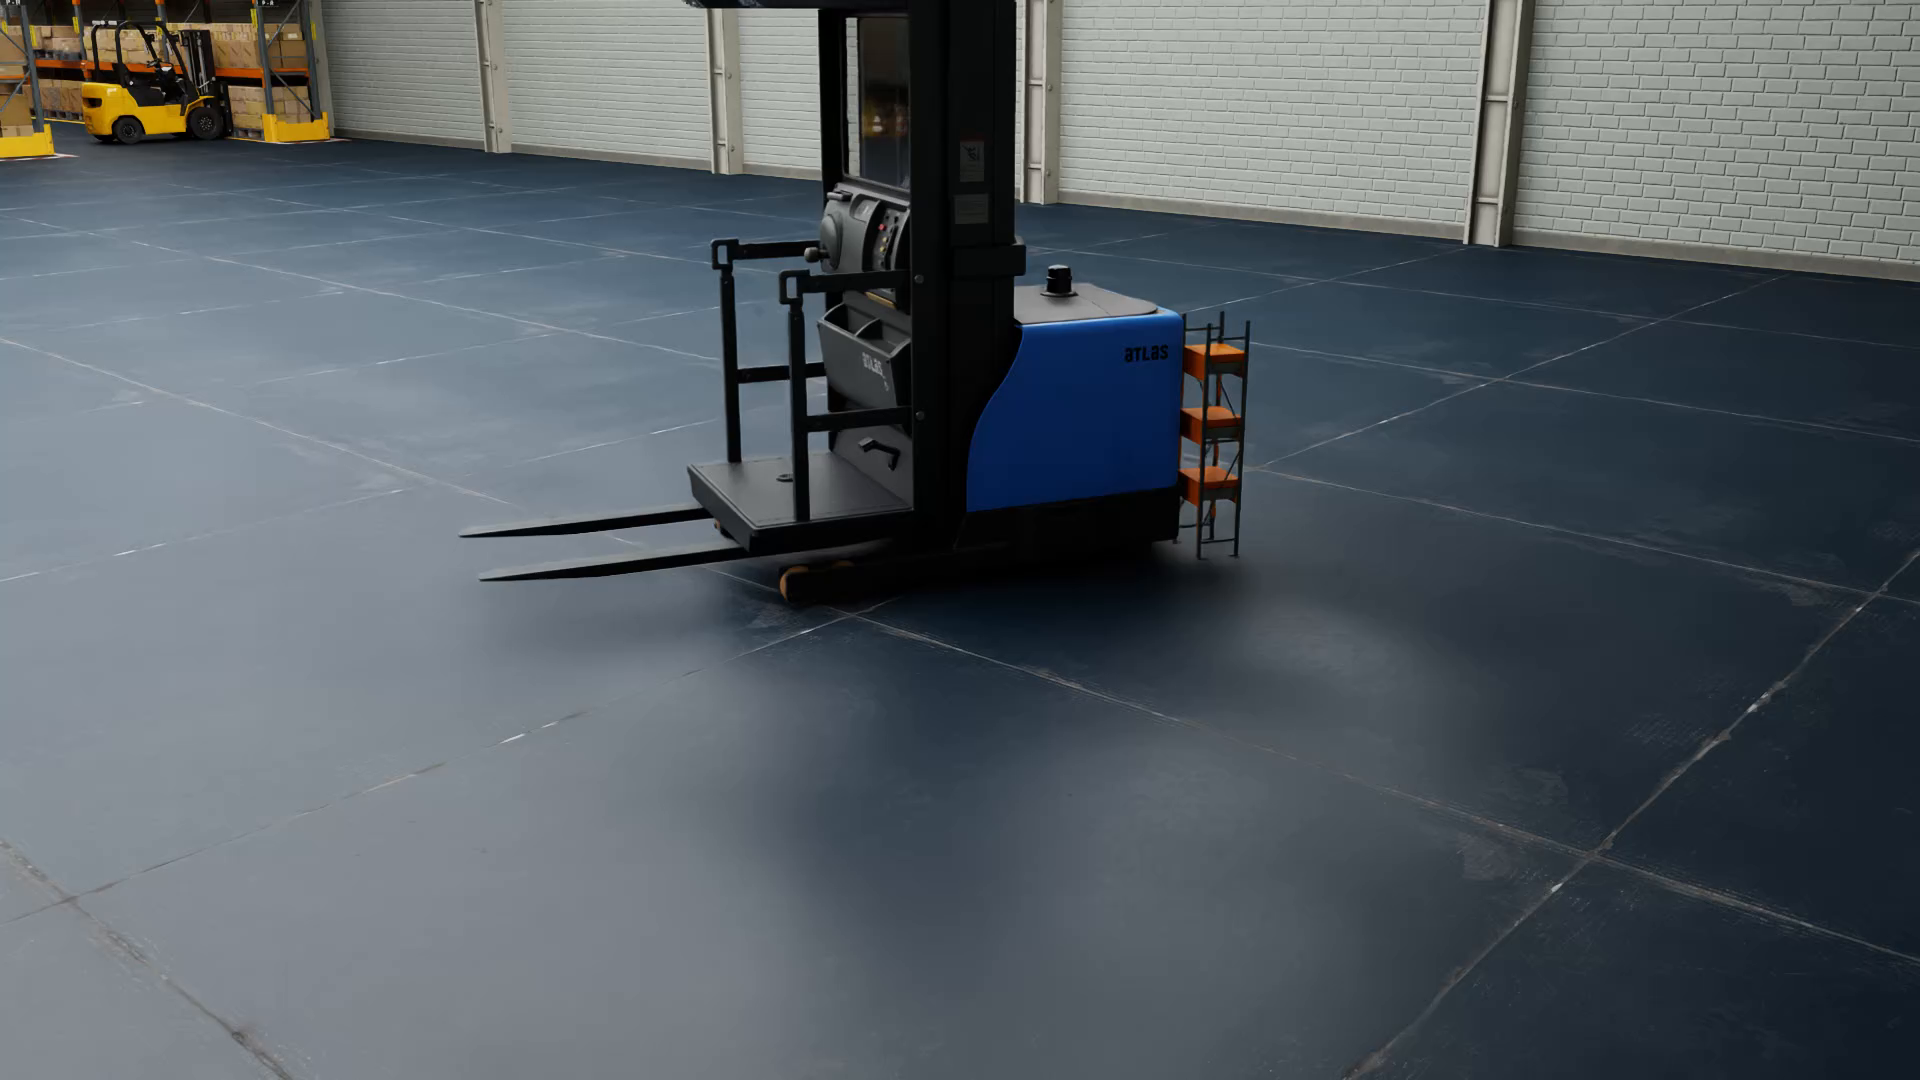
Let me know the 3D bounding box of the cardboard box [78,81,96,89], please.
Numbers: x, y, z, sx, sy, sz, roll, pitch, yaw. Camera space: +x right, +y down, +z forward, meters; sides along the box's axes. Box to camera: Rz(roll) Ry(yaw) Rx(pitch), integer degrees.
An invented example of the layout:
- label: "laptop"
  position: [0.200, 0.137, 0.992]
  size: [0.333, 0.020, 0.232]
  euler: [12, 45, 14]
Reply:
- label: "cardboard box"
  position: [-19.051, -9.960, 36.401]
  size: [0.250, 0.149, 0.380]
  euler: [14, 22, 37]

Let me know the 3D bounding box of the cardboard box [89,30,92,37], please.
- label: "cardboard box"
  position: [-18.270, -10.773, 35.360]
  size: [0.250, 0.149, 0.380]
  euler: [16, 23, 40]

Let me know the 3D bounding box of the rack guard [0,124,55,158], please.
- label: "rack guard"
  position: [-15.879, -6.694, 27.877]
  size: [0.348, 0.500, 1.175]
  euler: [15, 23, 39]

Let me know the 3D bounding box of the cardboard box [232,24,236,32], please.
- label: "cardboard box"
  position: [-13.494, -9.672, 31.400]
  size: [0.250, 0.149, 0.380]
  euler: [15, 23, 40]

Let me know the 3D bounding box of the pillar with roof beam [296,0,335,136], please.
- label: "pillar with roof beam"
  position: [-15.310, -11.223, 28.098]
  size: [0.400, 9.000, 9.100]
  euler: [15, 23, 39]

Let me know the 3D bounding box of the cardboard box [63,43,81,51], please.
- label: "cardboard box"
  position: [-19.260, -10.725, 36.170]
  size: [0.250, 0.149, 0.380]
  euler: [16, 23, 40]

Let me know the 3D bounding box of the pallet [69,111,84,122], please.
- label: "pallet"
  position: [-19.047, -9.429, 36.974]
  size: [1.213, 0.211, 1.003]
  euler: [15, 23, 39]

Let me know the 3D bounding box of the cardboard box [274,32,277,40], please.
- label: "cardboard box"
  position: [-12.839, -9.512, 31.389]
  size: [0.250, 0.149, 0.380]
  euler: [15, 23, 39]

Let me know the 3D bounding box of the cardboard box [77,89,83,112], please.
- label: "cardboard box"
  position: [-18.973, -9.645, 36.482]
  size: [0.500, 0.500, 0.500]
  euler: [16, 24, 41]

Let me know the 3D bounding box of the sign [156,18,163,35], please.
- label: "sign"
  position: [-15.875, -10.186, 32.966]
  size: [0.005, 0.325, 0.100]
  euler: [15, 23, 39]

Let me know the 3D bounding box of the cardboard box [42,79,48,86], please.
- label: "cardboard box"
  position: [-20.580, -10.391, 37.761]
  size: [0.250, 0.149, 0.380]
  euler: [15, 23, 39]

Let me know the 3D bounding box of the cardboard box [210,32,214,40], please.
- label: "cardboard box"
  position: [-14.315, -9.715, 32.027]
  size: [0.250, 0.149, 0.380]
  euler: [14, 23, 38]

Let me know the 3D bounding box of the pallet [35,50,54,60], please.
- label: "pallet"
  position: [-19.971, -10.898, 37.309]
  size: [1.213, 0.211, 1.003]
  euler: [15, 23, 39]

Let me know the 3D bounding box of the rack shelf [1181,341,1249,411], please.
- label: "rack shelf"
  position: [1.103, -0.721, 7.245]
  size: [0.215, 0.259, 0.240]
  euler: [-6, 18, -17]

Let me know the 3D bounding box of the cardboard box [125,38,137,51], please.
- label: "cardboard box"
  position: [-16.827, -10.210, 34.246]
  size: [0.500, 0.250, 0.500]
  euler: [16, 23, 40]

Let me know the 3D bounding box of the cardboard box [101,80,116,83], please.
- label: "cardboard box"
  position: [-18.878, -10.152, 37.009]
  size: [0.250, 0.149, 0.380]
  euler: [16, 24, 41]

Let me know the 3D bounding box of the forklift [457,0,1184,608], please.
- label: "forklift"
  position: [-0.586, -1.304, 6.876]
  size: [3.031, 2.935, 1.130]
  euler: [-7, 19, -22]

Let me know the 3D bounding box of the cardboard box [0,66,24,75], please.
- label: "cardboard box"
  position: [-15.939, -7.865, 27.851]
  size: [0.250, 0.149, 0.380]
  euler: [15, 23, 39]

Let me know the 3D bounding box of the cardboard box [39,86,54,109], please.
- label: "cardboard box"
  position: [-20.518, -10.058, 37.783]
  size: [0.500, 0.500, 0.500]
  euler: [14, 22, 38]

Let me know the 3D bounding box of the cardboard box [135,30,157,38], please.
- label: "cardboard box"
  position: [-16.563, -10.304, 33.881]
  size: [0.250, 0.149, 0.380]
  euler: [14, 22, 38]

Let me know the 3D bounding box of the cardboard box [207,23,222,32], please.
- label: "cardboard box"
  position: [-14.266, -9.878, 32.047]
  size: [0.250, 0.149, 0.380]
  euler: [15, 23, 39]

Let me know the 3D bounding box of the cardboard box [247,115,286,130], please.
- label: "cardboard box"
  position: [-13.091, -7.906, 31.416]
  size: [0.500, 0.250, 0.500]
  euler: [15, 23, 40]

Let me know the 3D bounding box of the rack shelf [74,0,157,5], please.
- label: "rack shelf"
  position: [-17.018, -11.285, 34.443]
  size: [4.000, 0.370, 1.077]
  euler: [15, 23, 39]

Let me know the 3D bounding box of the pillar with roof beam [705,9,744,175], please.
- label: "pillar with roof beam"
  position: [-6.335, -8.813, 20.506]
  size: [0.400, 9.000, 9.100]
  euler: [15, 23, 39]

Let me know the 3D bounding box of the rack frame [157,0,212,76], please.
- label: "rack frame"
  position: [-15.522, -9.797, 33.522]
  size: [0.127, 3.000, 1.000]
  euler: [15, 23, 39]

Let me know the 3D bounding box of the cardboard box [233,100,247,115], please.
- label: "cardboard box"
  position: [-13.470, -8.252, 31.678]
  size: [0.500, 0.250, 0.500]
  euler: [15, 23, 39]

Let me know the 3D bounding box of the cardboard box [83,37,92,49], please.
- label: "cardboard box"
  position: [-18.361, -10.617, 35.527]
  size: [0.500, 0.250, 0.500]
  euler: [15, 23, 39]

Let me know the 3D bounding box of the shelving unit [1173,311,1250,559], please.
- label: "shelving unit"
  position: [1.103, -0.461, 7.327]
  size: [0.215, 1.050, 0.252]
  euler: [-6, 18, -17]

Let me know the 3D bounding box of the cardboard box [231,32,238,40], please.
- label: "cardboard box"
  position: [-13.518, -9.520, 31.411]
  size: [0.250, 0.149, 0.380]
  euler: [15, 23, 39]

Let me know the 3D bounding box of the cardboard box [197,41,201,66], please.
- label: "cardboard box"
  position: [-14.583, -9.494, 32.403]
  size: [0.500, 0.500, 0.500]
  euler: [15, 23, 39]

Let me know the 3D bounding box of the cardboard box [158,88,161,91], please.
- label: "cardboard box"
  position: [-15.920, -8.967, 34.140]
  size: [0.625, 0.625, 0.875]
  euler: [16, 24, 42]

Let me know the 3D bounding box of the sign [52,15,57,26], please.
- label: "sign"
  position: [-21.140, -12.081, 38.806]
  size: [0.005, 0.325, 0.100]
  euler: [15, 23, 39]

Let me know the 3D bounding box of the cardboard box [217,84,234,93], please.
- label: "cardboard box"
  position: [-14.226, -8.685, 32.219]
  size: [0.500, 0.250, 0.500]
  euler: [14, 23, 38]

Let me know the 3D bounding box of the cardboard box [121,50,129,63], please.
- label: "cardboard box"
  position: [-17.195, -10.076, 34.649]
  size: [0.500, 0.250, 0.500]
  euler: [16, 24, 41]

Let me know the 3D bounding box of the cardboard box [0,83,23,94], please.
- label: "cardboard box"
  position: [-22.713, -10.682, 39.749]
  size: [0.500, 0.500, 0.700]
  euler: [14, 22, 37]

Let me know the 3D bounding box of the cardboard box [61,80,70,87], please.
- label: "cardboard box"
  position: [-19.798, -10.184, 37.107]
  size: [0.250, 0.149, 0.380]
  euler: [15, 23, 38]

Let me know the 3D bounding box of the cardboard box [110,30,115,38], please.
- label: "cardboard box"
  position: [-17.499, -10.569, 34.719]
  size: [0.250, 0.149, 0.380]
  euler: [16, 23, 40]

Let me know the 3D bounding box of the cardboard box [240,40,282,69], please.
- label: "cardboard box"
  position: [-13.073, -9.081, 31.101]
  size: [0.500, 0.500, 0.500]
  euler: [14, 23, 38]

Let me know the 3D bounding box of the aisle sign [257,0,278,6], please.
- label: "aisle sign"
  position: [-12.676, -10.153, 30.347]
  size: [0.004, 0.787, 0.394]
  euler: [15, 23, 39]
